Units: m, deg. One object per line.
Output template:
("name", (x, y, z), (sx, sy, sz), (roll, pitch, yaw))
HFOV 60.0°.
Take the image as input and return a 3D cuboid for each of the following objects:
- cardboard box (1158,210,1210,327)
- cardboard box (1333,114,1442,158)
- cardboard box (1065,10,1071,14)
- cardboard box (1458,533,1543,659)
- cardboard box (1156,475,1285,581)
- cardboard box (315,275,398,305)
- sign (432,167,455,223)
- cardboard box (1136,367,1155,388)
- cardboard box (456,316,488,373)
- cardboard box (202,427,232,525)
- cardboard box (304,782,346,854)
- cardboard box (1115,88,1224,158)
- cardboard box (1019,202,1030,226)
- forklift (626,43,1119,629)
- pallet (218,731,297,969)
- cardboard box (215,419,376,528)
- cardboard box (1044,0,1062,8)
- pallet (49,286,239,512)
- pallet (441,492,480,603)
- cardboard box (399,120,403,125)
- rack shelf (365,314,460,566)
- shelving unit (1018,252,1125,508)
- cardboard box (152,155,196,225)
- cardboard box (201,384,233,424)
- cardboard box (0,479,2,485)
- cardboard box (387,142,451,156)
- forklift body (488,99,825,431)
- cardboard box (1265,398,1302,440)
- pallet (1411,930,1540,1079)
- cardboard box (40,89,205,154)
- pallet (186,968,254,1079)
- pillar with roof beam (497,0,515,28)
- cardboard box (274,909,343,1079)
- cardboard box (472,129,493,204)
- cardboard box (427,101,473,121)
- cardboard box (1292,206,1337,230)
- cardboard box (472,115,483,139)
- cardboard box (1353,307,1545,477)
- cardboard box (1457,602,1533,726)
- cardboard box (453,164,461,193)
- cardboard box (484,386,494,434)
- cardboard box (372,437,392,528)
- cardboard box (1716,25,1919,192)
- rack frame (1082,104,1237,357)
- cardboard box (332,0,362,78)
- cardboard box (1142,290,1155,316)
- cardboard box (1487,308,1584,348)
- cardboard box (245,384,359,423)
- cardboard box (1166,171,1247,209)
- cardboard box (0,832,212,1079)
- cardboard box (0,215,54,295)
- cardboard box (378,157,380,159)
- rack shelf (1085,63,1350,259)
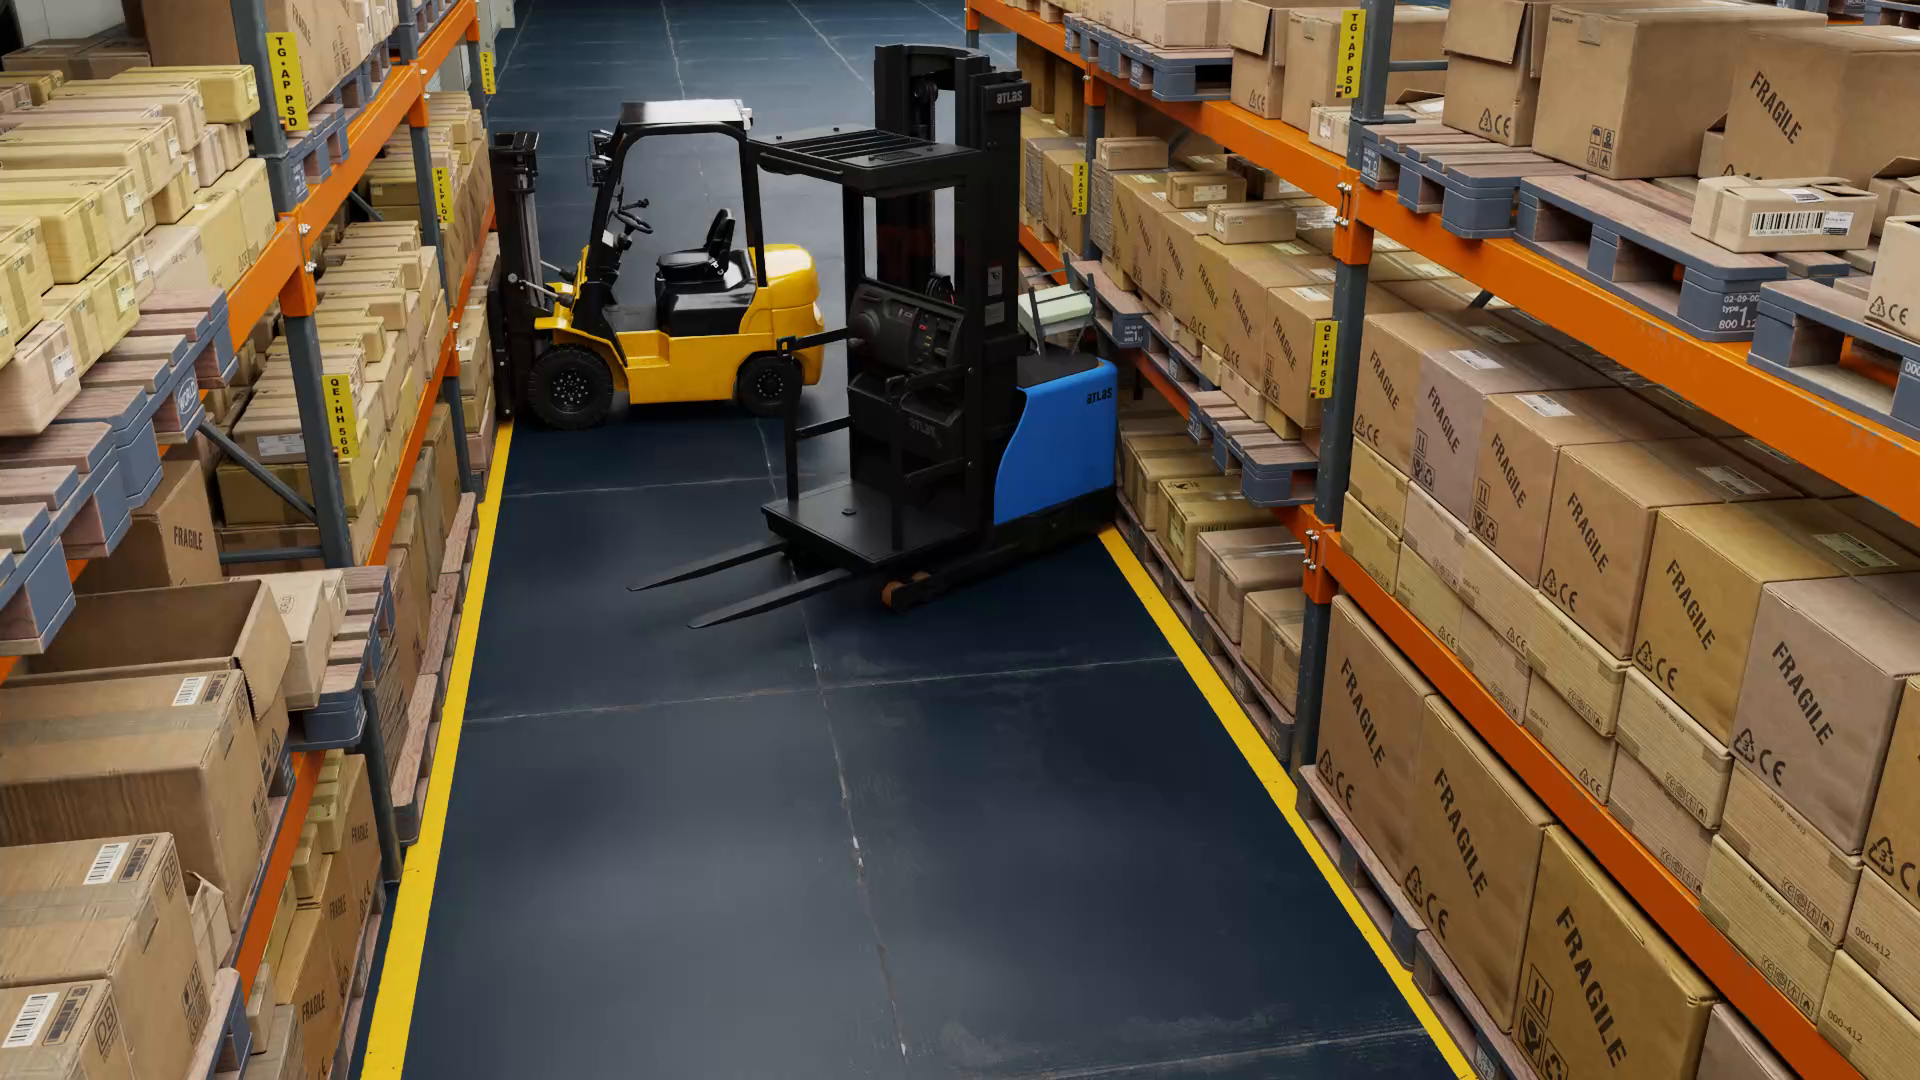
("cardboard box", (1.375, -1.438, 8.774), (0.500, 0.500, 0.500), (-5, 24, -12))
("cardboard box", (1.769, -1.658, 6.864), (0.380, 0.149, 0.250), (-4, 24, -10))
("cardboard box", (0.904, -3.429, 10.919), (0.380, 0.149, 0.250), (-4, 24, -9))
("cardboard box", (2.059, 0.168, 5.681), (0.500, 0.250, 0.500), (-4, 24, -10))
("cardboard box", (1.660, -0.089, 9.465), (0.950, 0.372, 0.625), (-4, 24, -8))
("cardboard box", (-3.037, -1.219, 8.358), (0.380, 0.149, 0.250), (-4, 24, -9))
("sign", (-3.052, -2.033, 9.809), (0.100, 0.325, 0.005), (-4, 24, -10))
("cardboard box", (1.450, -1.391, 11.662), (0.500, 0.500, 0.500), (-3, 24, -7))
("cardboard box", (-3.449, -1.300, 11.141), (0.500, 0.250, 0.500), (-4, 24, -10))
("cardboard box", (-3.200, -0.237, 6.609), (0.500, 0.250, 0.500), (-4, 24, -9))
("cardboard box", (-2.423, 1.015, 5.965), (0.380, 0.149, 0.250), (-6, 24, -12))
("cardboard box", (1.425, -2.693, 10.922), (0.700, 0.500, 0.500), (-5, 24, -10))
("cardboard box", (0.643, -2.453, 12.432), (0.380, 0.149, 0.250), (-4, 24, -9))
("forklift", (-0.471, -1.179, 9.287), (3.031, 2.935, 1.130), (-19, 30, -37))
("pallet", (-2.480, 0.932, 4.609), (1.003, 0.211, 1.213), (-4, 24, -10))
("cardboard box", (-2.661, -0.276, 6.697), (0.500, 0.250, 0.500), (-4, 24, -10))
("cardboard box", (0.853, -3.658, 10.945), (0.500, 0.250, 0.500), (-5, 24, -11))
("pallet", (-2.351, -0.306, 3.689), (1.213, 0.211, 1.003), (-4, 24, -10))
("pallet", (-3.409, 0.070, 9.825), (1.003, 0.211, 1.213), (-4, 24, -10))
("cardboard box", (-4.393, -3.191, 12.501), (0.380, 0.149, 0.250), (-4, 24, -9))
("rack shelf", (-3.214, -0.378, 8.267), (1.077, 0.370, 4.000), (-4, 24, -10))
("shelving unit", (0.693, -0.985, 10.521), (0.431, 1.500, 0.755), (-14, 21, -4))
("cardboard box", (-2.401, -0.985, 4.698), (0.380, 0.149, 0.250), (-4, 24, -10))
("cardboard box", (-3.249, -0.578, 6.890), (0.380, 0.149, 0.250), (-4, 24, -10))
("cardboard box", (-1.782, -0.097, 2.640), (0.380, 0.149, 0.250), (-4, 24, -9))
("cardboard box", (-3.565, -2.526, 10.979), (0.380, 0.149, 0.250), (-5, 24, -11))
("forklift body", (-2.180, -2.068, 12.297), (2.313, 2.155, 1.214), (-4, 24, -10))
("cardboard box", (1.621, -0.579, 7.617), (0.380, 0.149, 0.250), (-4, 24, -9))
("pallet", (2.327, 1.783, 5.905), (1.003, 0.211, 1.213), (-4, 24, -10))
("cardboard box", (-2.446, -1.220, 4.867), (0.380, 0.149, 0.250), (-5, 24, -11))
("pallet", (-2.145, 1.418, 3.495), (1.003, 0.211, 1.213), (-4, 24, -10))
("pillar with roof beam", (-5.288, -15.235, 33.890), (9.100, 9.000, 0.400), (-4, 24, -10))
("cardboard box", (-2.373, 1.586, 5.470), (0.500, 0.500, 0.500), (-3, 24, -7))
("cardboard box", (-3.974, -2.939, 13.107), (0.500, 0.500, 0.500), (-5, 24, -11))
("cardboard box", (-3.899, -3.226, 12.582), (0.380, 0.149, 0.250), (-4, 24, -9))
("cardboard box", (1.885, -1.469, 8.844), (0.500, 0.500, 0.500), (-5, 24, -12))
("cardboard box", (-3.907, -3.197, 12.886), (0.380, 0.149, 0.250), (-4, 24, -9))
("cardboard box", (1.884, -0.582, 6.460), (0.500, 0.500, 0.500), (-5, 24, -12))
("cardboard box", (2.080, 0.397, 5.780), (0.500, 0.250, 0.500), (-4, 24, -8))
("cardboard box", (-3.529, -2.390, 11.040), (0.380, 0.149, 0.250), (-5, 24, -10))
("cardboard box", (-3.457, -0.840, 11.337), (0.500, 0.250, 0.500), (-5, 24, -11))
("cardboard box", (-2.774, -0.243, 7.246), (0.500, 0.250, 0.500), (-5, 24, -11))
("cardboard box", (2.644, -1.231, 4.923), (0.500, 0.500, 0.500), (-4, 24, -9))
("rack frame", (1.294, -1.863, 10.768), (1.000, 3.000, 0.127), (-4, 24, -10))
("cardboard box", (-2.927, -2.283, 7.207), (0.500, 0.500, 0.500), (-4, 24, -8))
("cardboard box", (1.257, -1.391, 9.476), (0.380, 0.149, 0.250), (-4, 24, -9))
("cardboard box", (2.386, -0.610, 6.524), (0.500, 0.500, 0.500), (-5, 24, -11))
("cardboard box", (-2.664, -0.516, 6.749), (0.380, 0.149, 0.250), (-4, 24, -9))
("cardboard box", (1.335, -1.904, 9.030), (0.380, 0.149, 0.250), (-3, 24, -7))
("cardboard box", (-2.070, 1.004, 3.555), (0.700, 0.500, 0.500), (-4, 24, -9))
("cardboard box", (-2.032, -0.530, 3.260), (0.380, 0.149, 0.250), (-4, 24, -9))
("cardboard box", (-4.181, -2.551, 11.408), (0.380, 0.149, 0.250), (-5, 24, -11))
("rack shelf", (1.664, -2.121, 8.511), (1.077, 0.370, 4.000), (-4, 24, -10))
